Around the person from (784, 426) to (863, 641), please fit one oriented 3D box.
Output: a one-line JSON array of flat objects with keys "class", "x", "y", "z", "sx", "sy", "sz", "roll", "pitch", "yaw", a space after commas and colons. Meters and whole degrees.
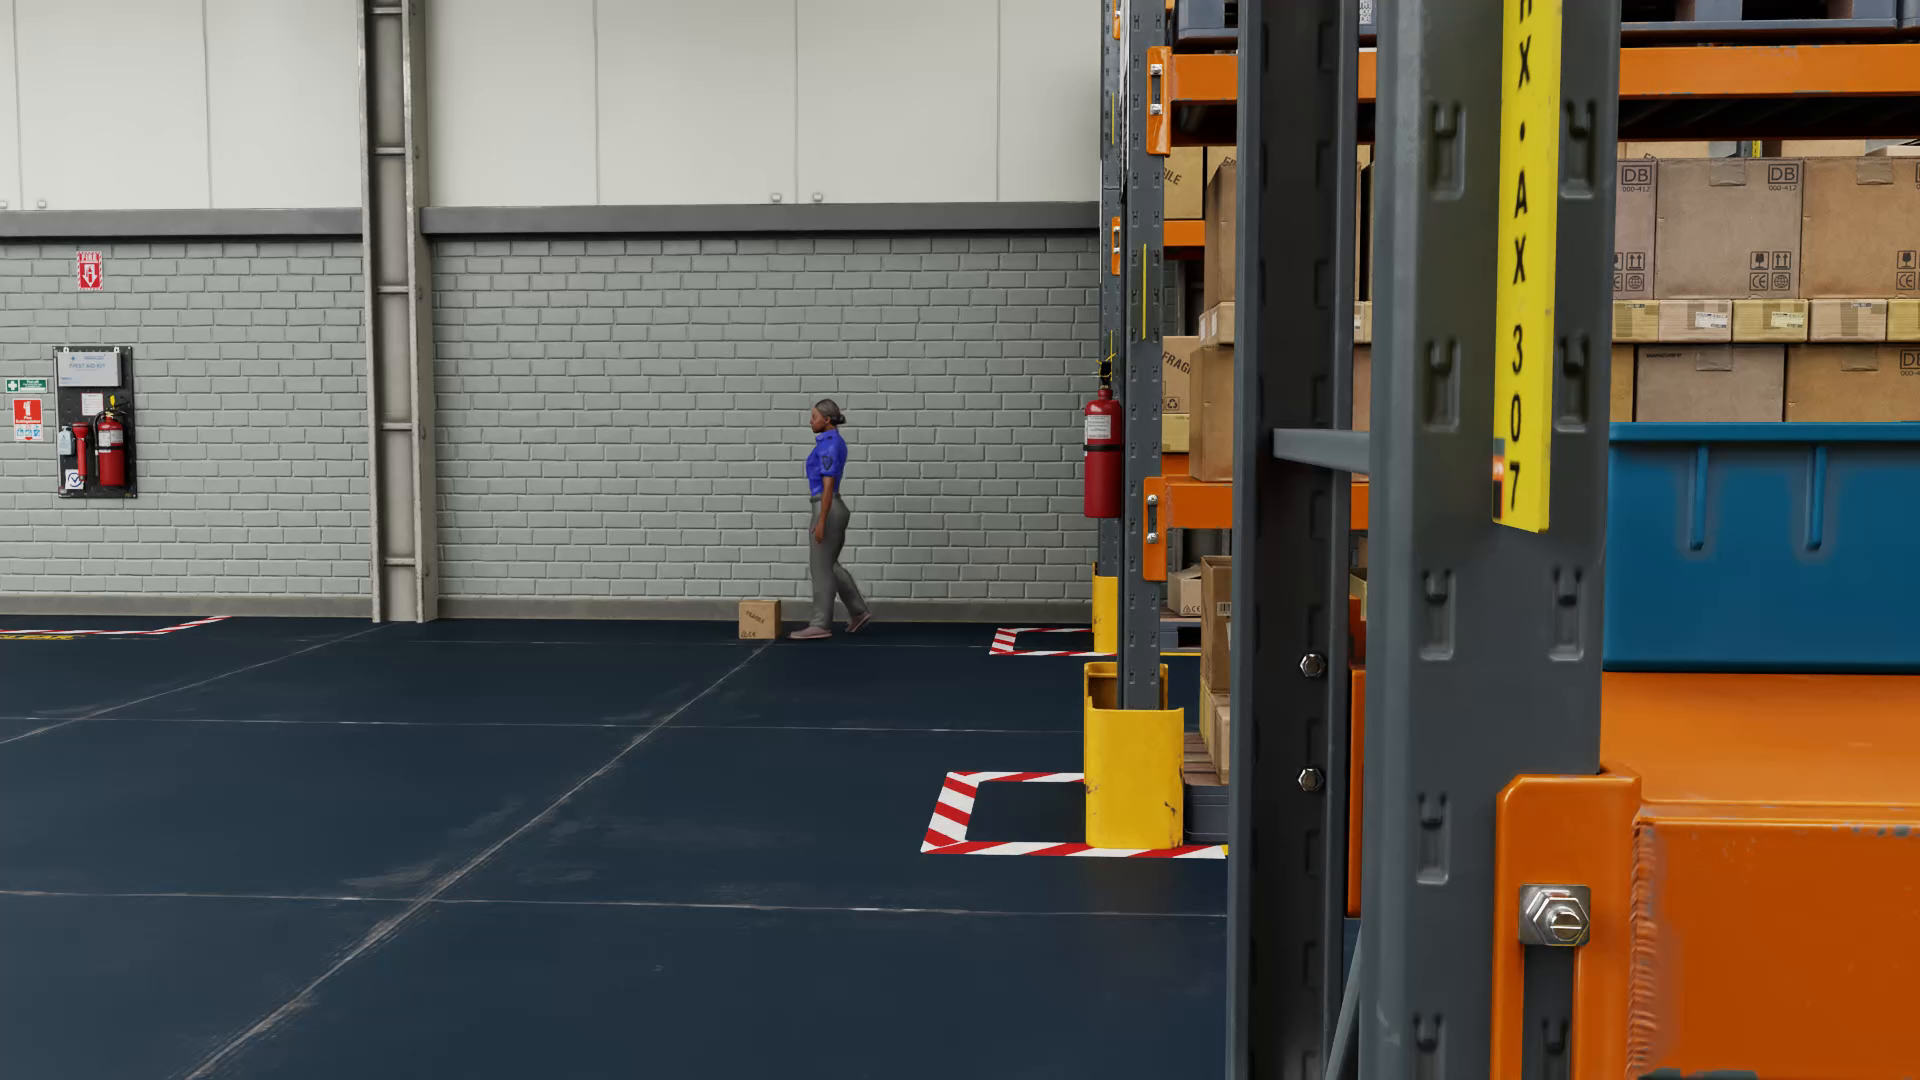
[{"class": "person", "x": -0.952, "y": -0.047, "z": 11.565, "sx": 0.534, "sy": 1.487, "sz": 0.487, "roll": 0, "pitch": 4, "yaw": 4}]
